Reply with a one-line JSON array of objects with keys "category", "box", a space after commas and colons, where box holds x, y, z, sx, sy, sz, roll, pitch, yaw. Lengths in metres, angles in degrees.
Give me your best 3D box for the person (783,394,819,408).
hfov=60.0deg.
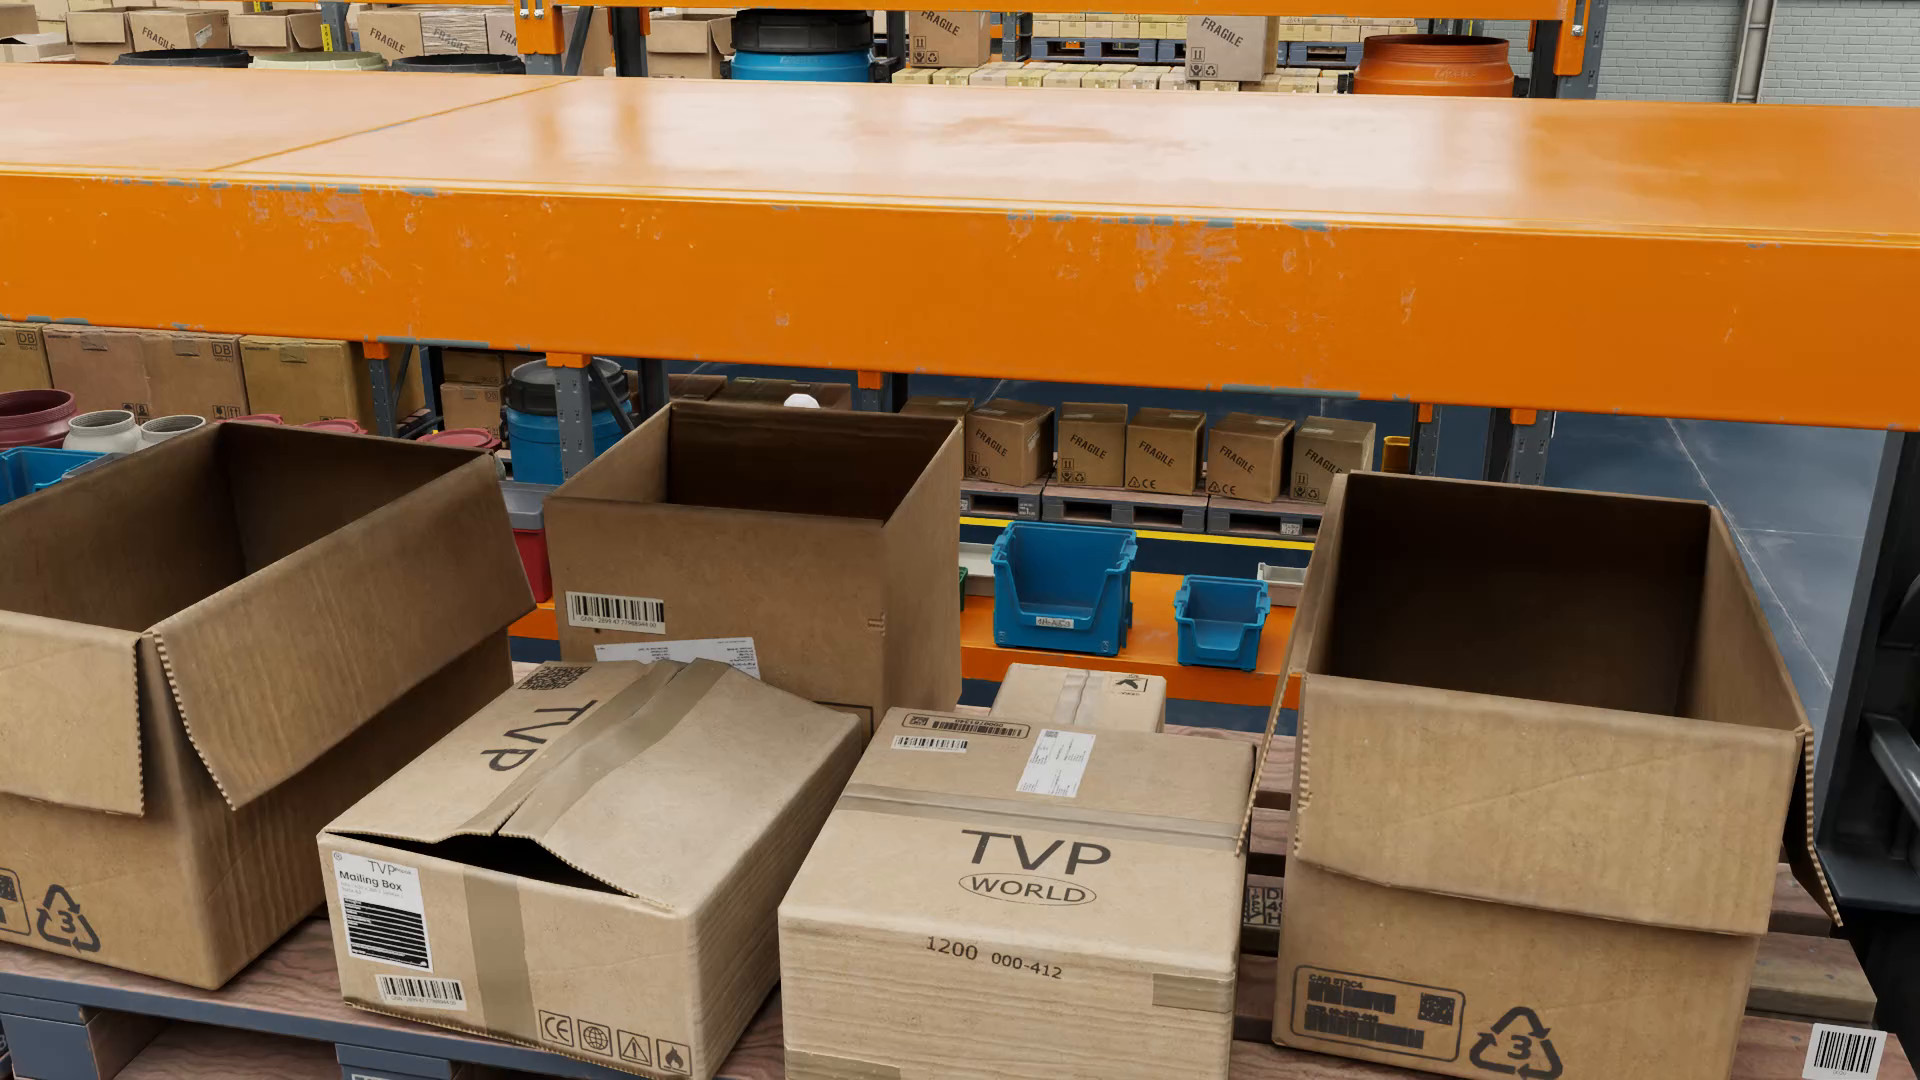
[{"category": "person", "box": [-0.817, 0.016, 9.526, 0.444, 1.776, 0.632, 3, 22, 9]}]
